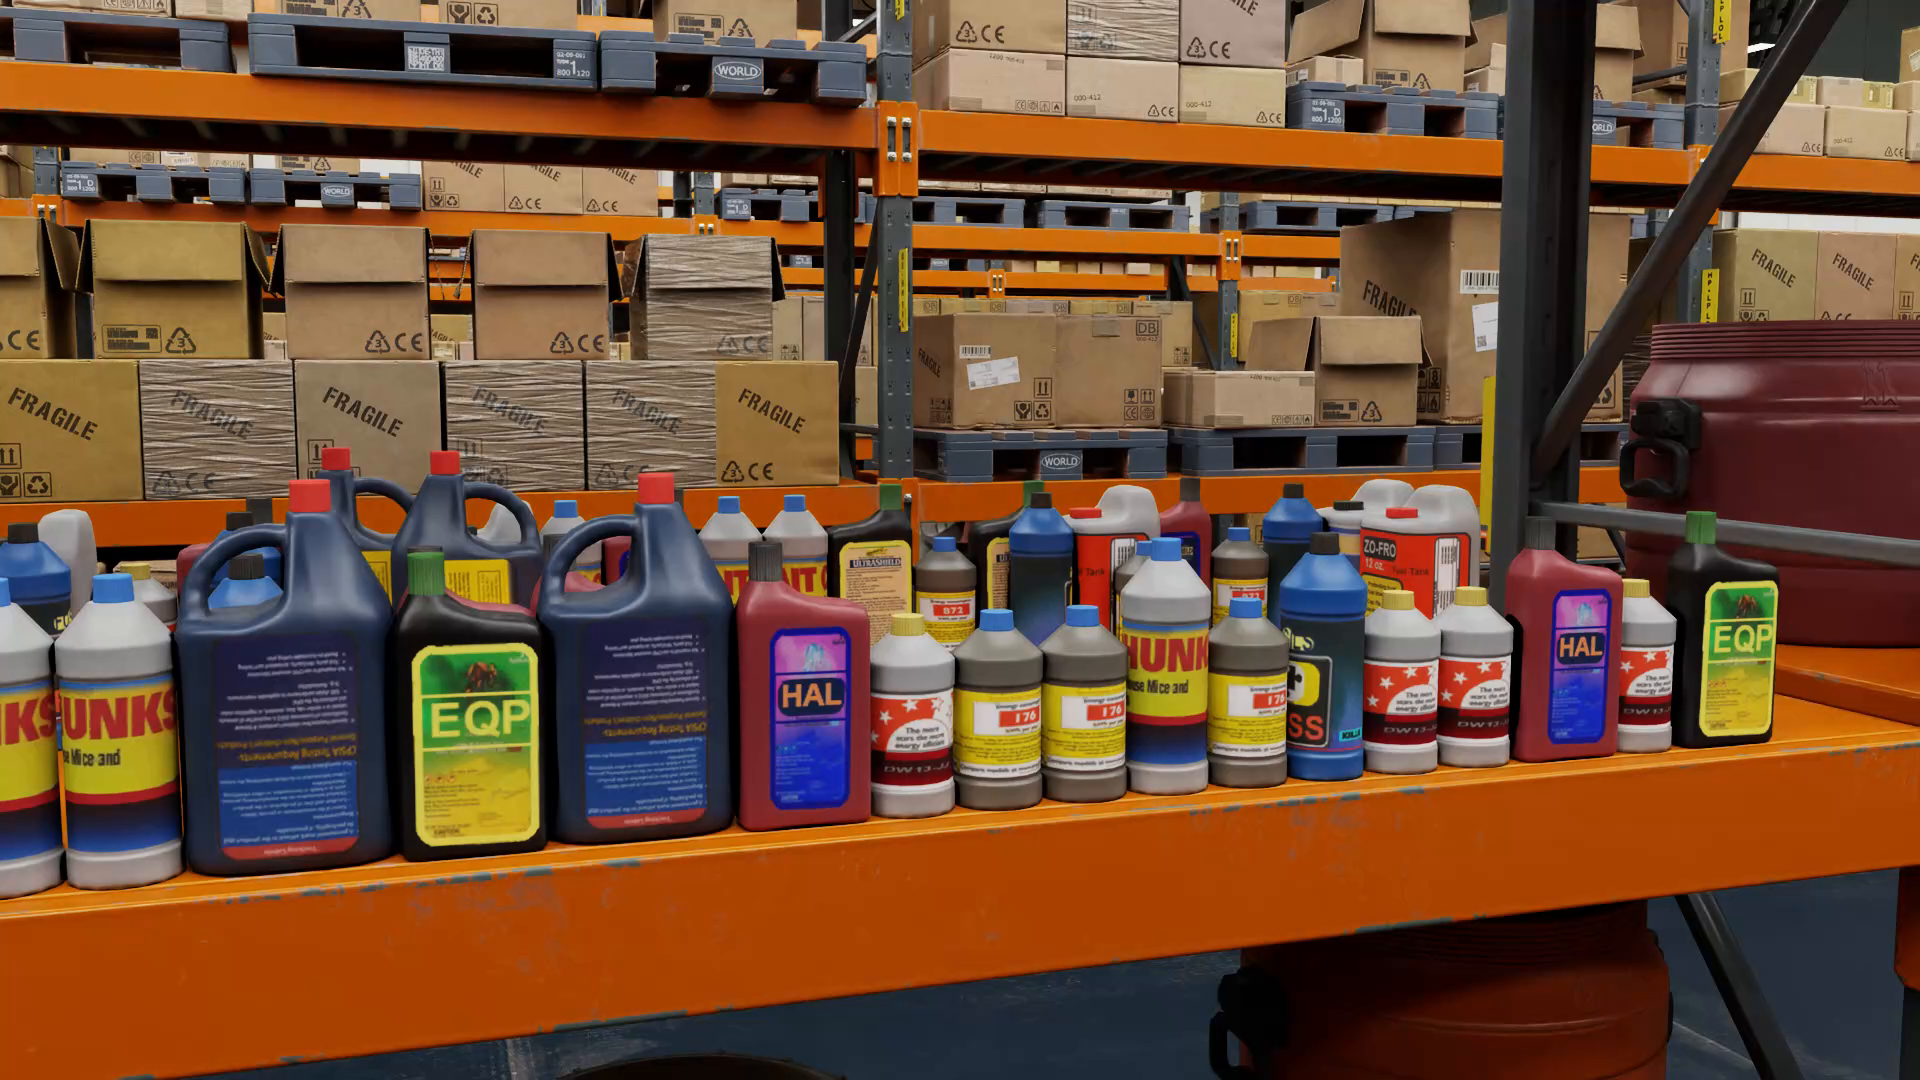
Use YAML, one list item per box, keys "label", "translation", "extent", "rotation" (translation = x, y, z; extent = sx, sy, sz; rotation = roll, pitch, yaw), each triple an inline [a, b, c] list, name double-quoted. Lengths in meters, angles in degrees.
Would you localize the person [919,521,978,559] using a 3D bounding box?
- label: "person"
  translation: [-0.063, -0.044, 8.904]
  extent: [0.449, 1.770, 0.562]
  rotation: [-2, 6, -23]
